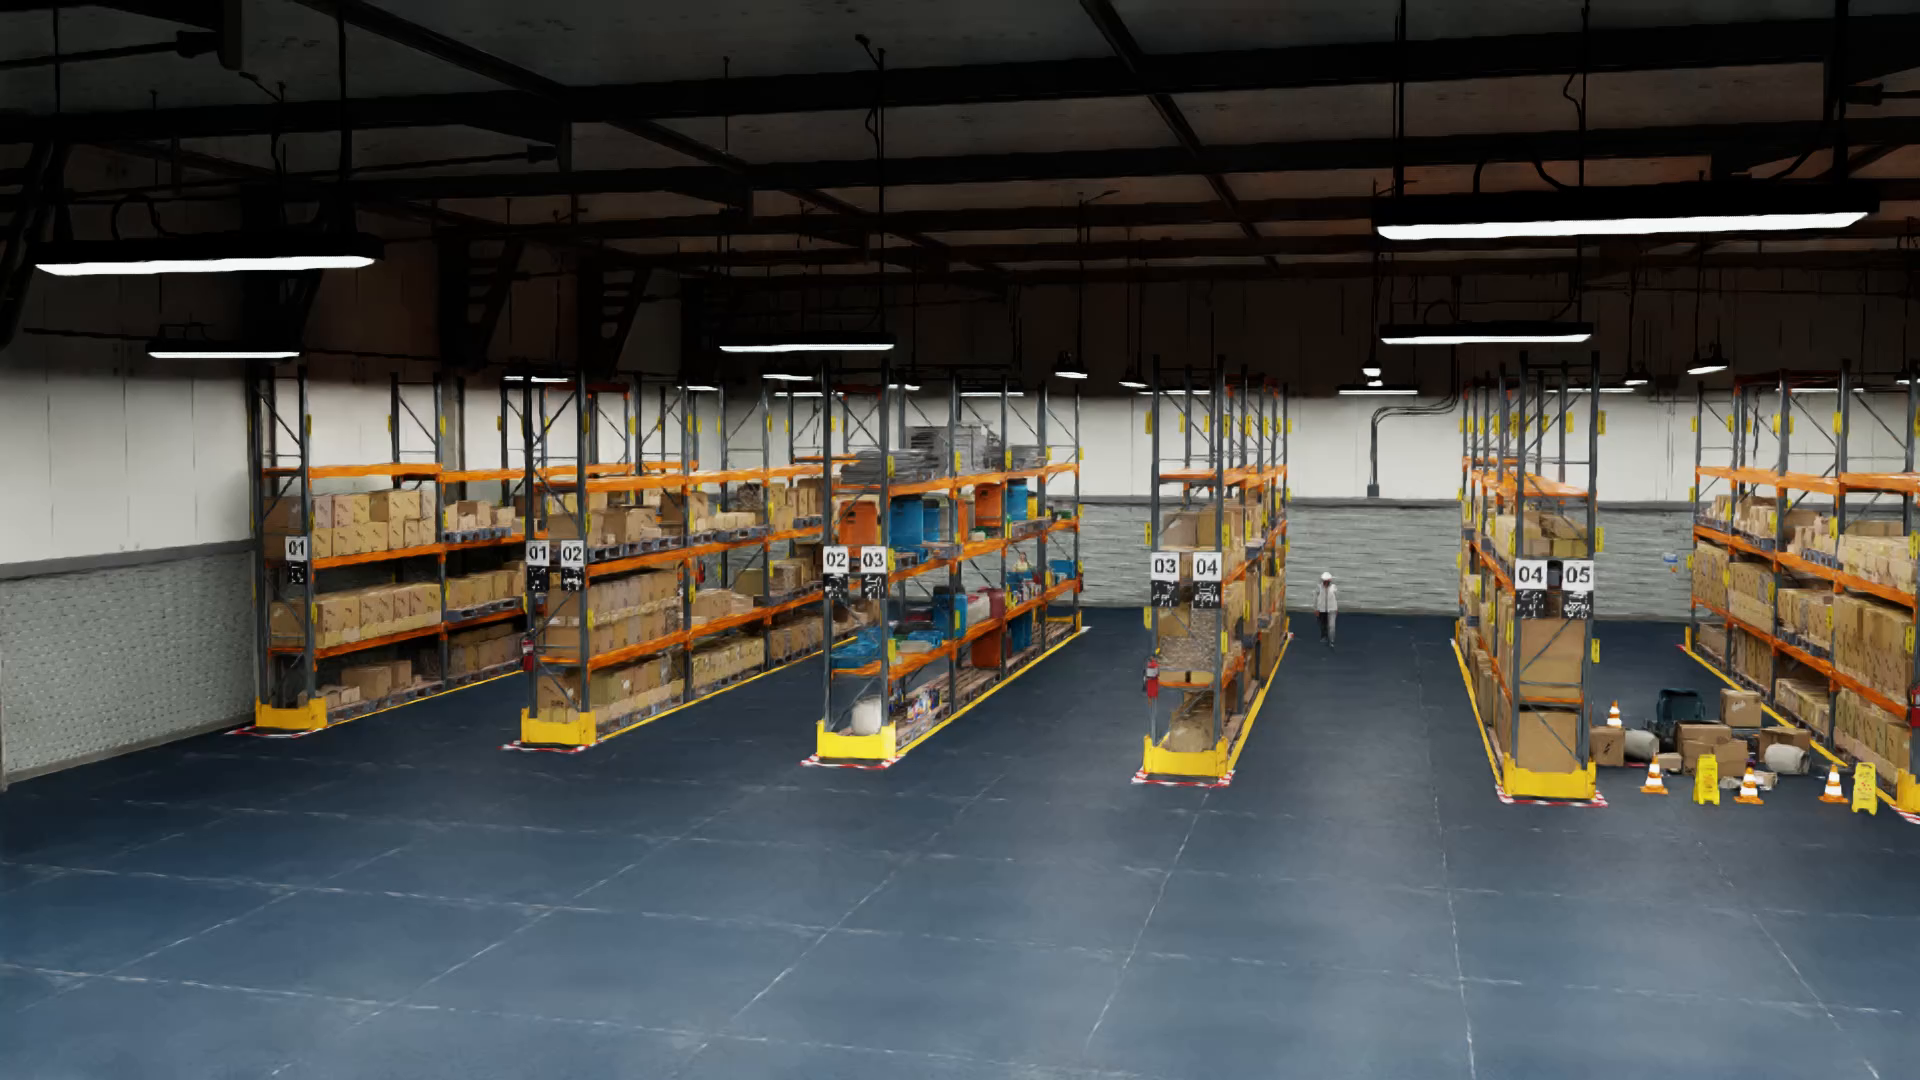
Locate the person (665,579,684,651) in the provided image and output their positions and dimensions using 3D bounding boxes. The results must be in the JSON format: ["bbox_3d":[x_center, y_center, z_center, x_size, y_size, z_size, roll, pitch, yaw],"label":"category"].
[{"bbox_3d":[-6.229,1.645,36.817,0.463,1.625,0.989,1,4,13],"label":"person"}]

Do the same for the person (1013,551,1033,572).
[{"bbox_3d":[1.710,1.107,44.884,0.598,1.619,0.507,1,4,13],"label":"person"}]

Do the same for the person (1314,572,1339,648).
[{"bbox_3d":[8.257,1.555,37.530,0.543,1.700,1.115,1,4,16],"label":"person"}]
